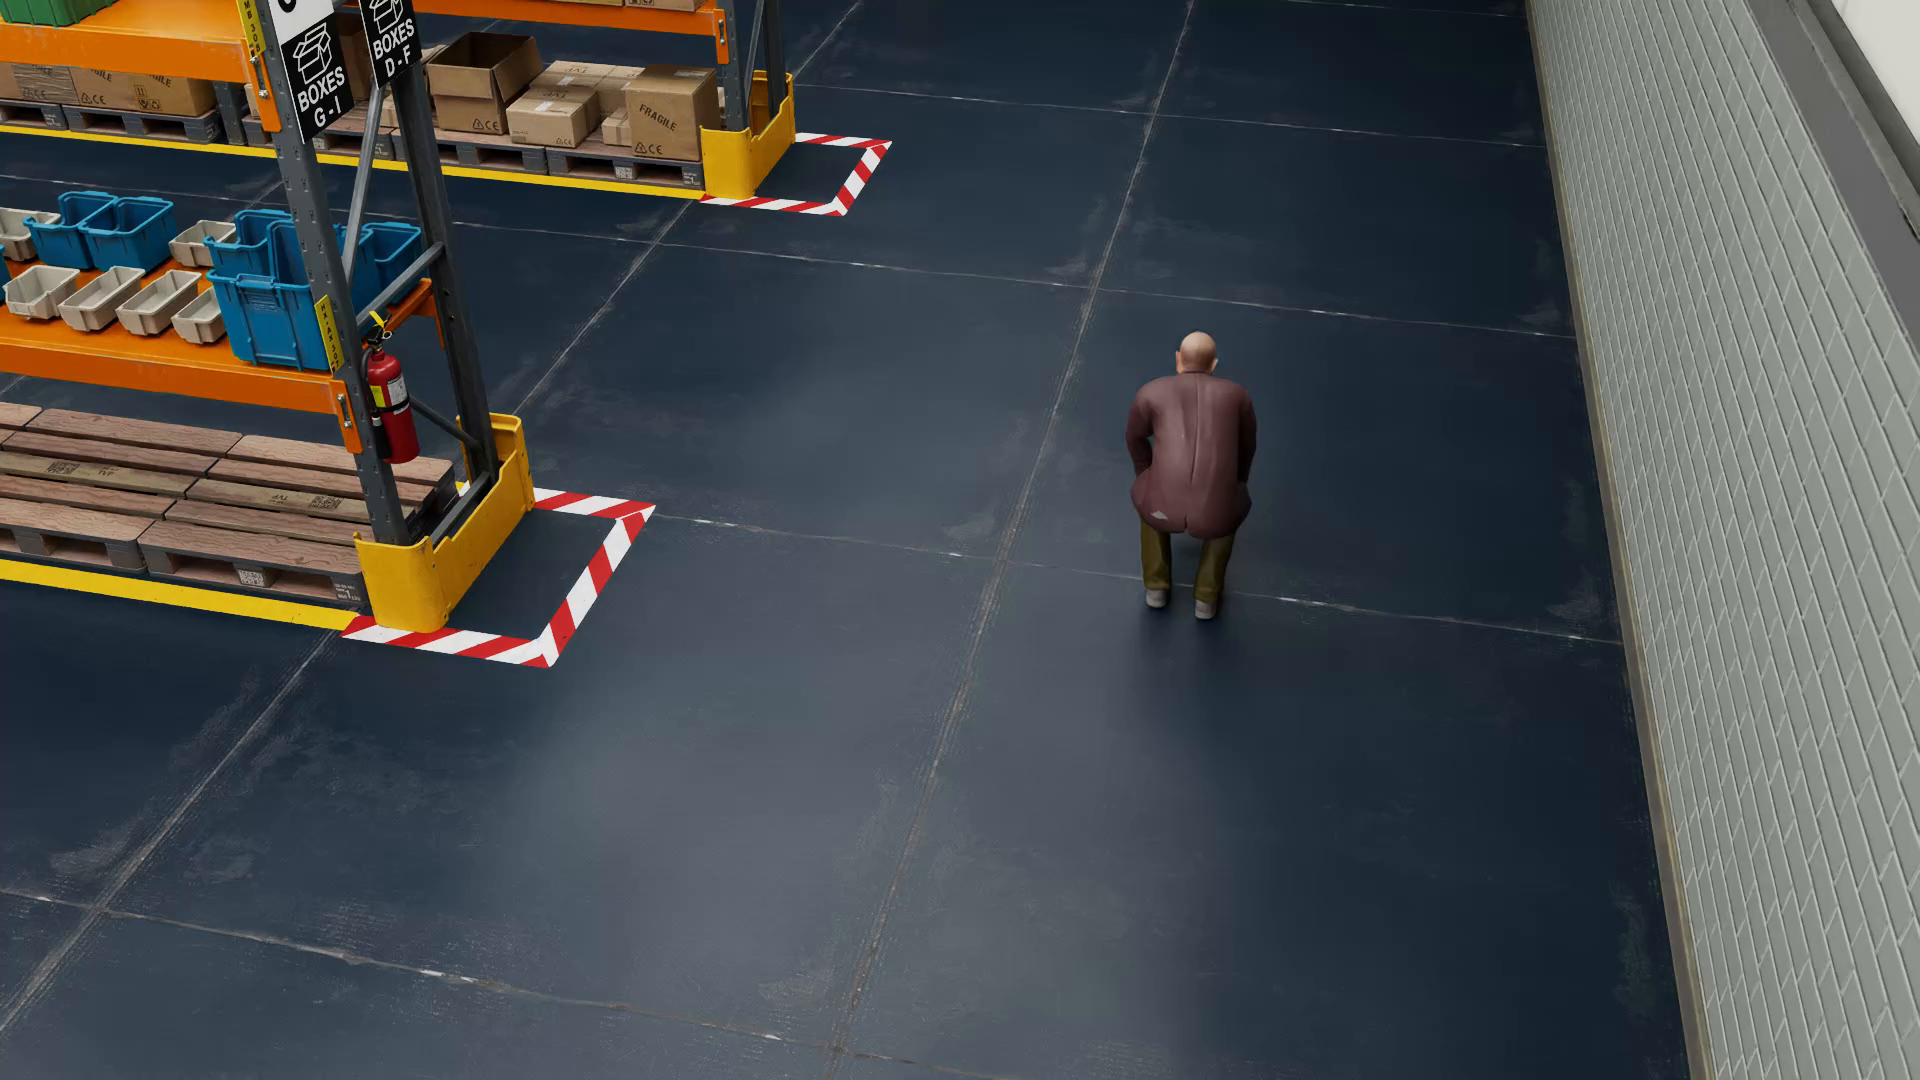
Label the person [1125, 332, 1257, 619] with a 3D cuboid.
[{"bbox_3d":[1.063,-0.272,7.809,0.631,1.242,0.796,7,37,10],"label":"person"}]
